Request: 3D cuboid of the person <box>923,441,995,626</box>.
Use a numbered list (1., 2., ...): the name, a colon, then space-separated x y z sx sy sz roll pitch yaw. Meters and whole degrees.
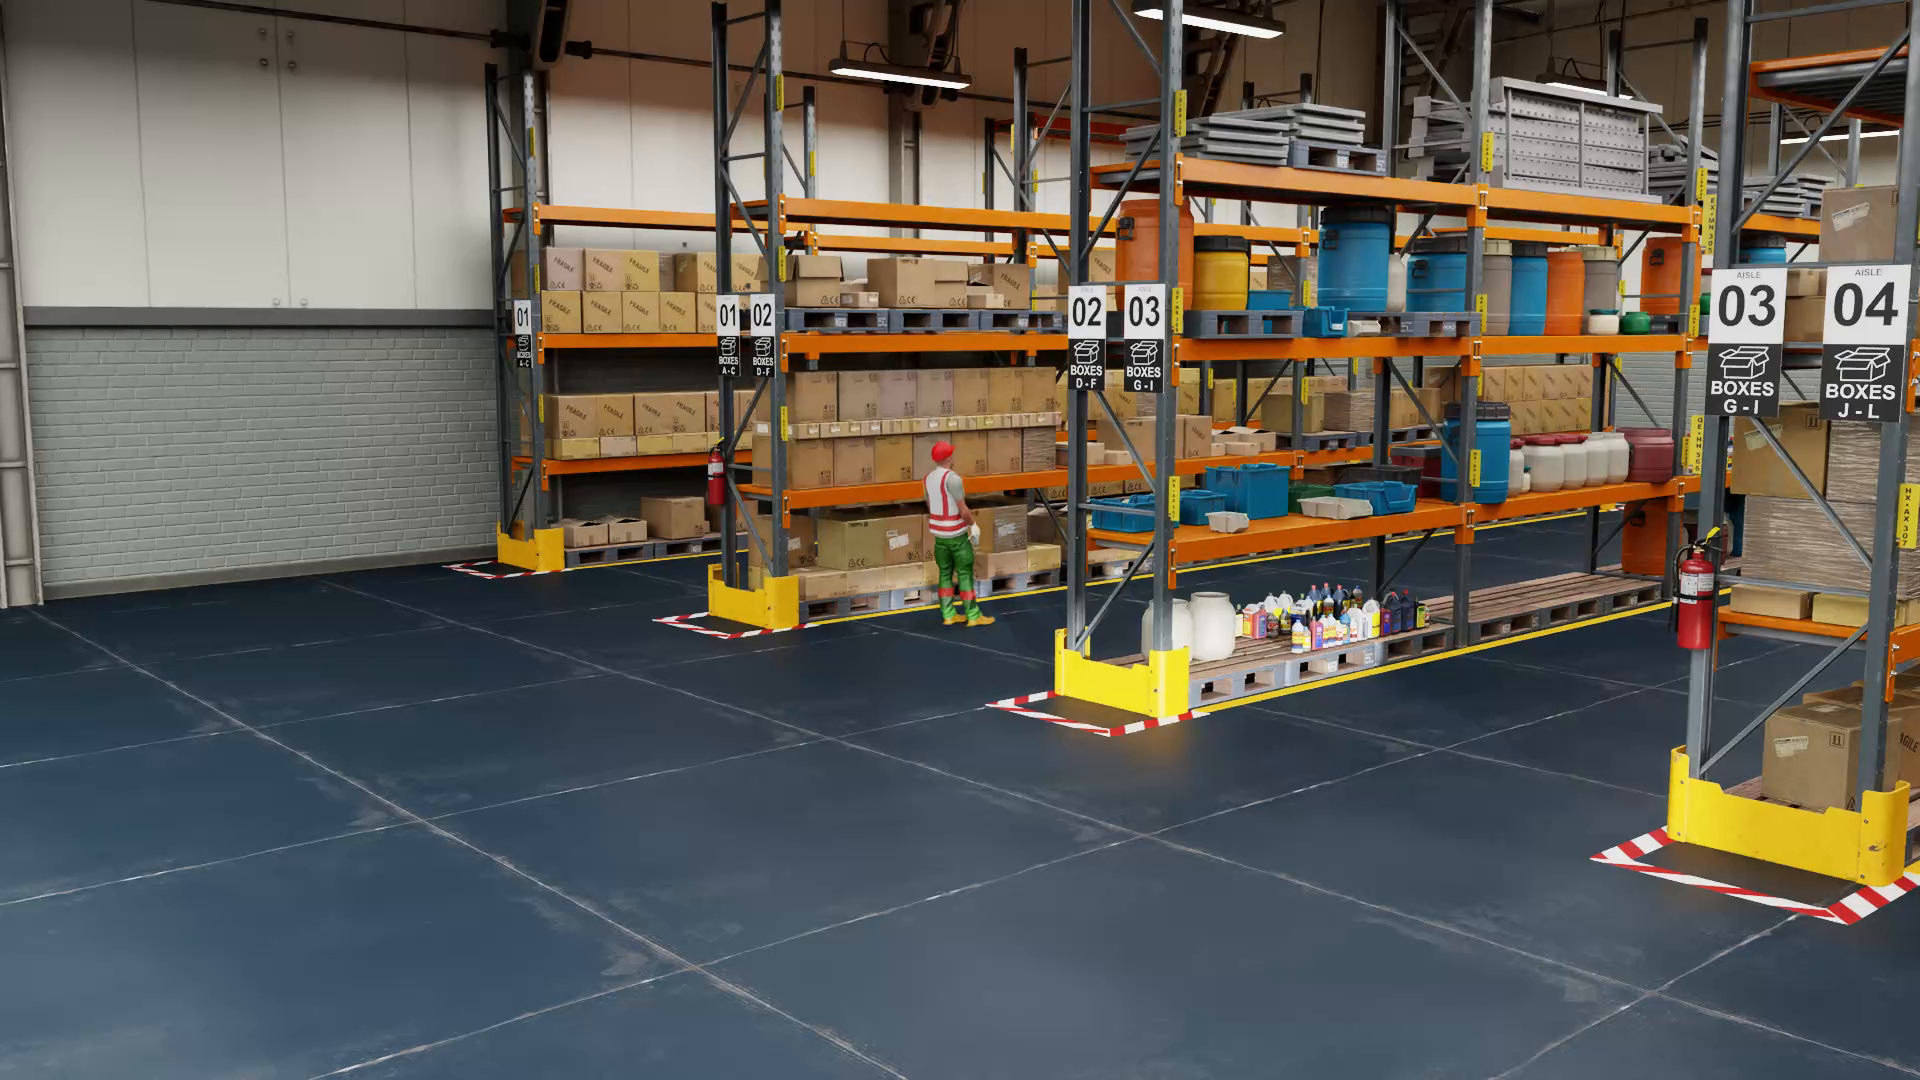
1. person: -0.033 -0.072 16.182 0.562 1.789 0.597 -6 10 -41
